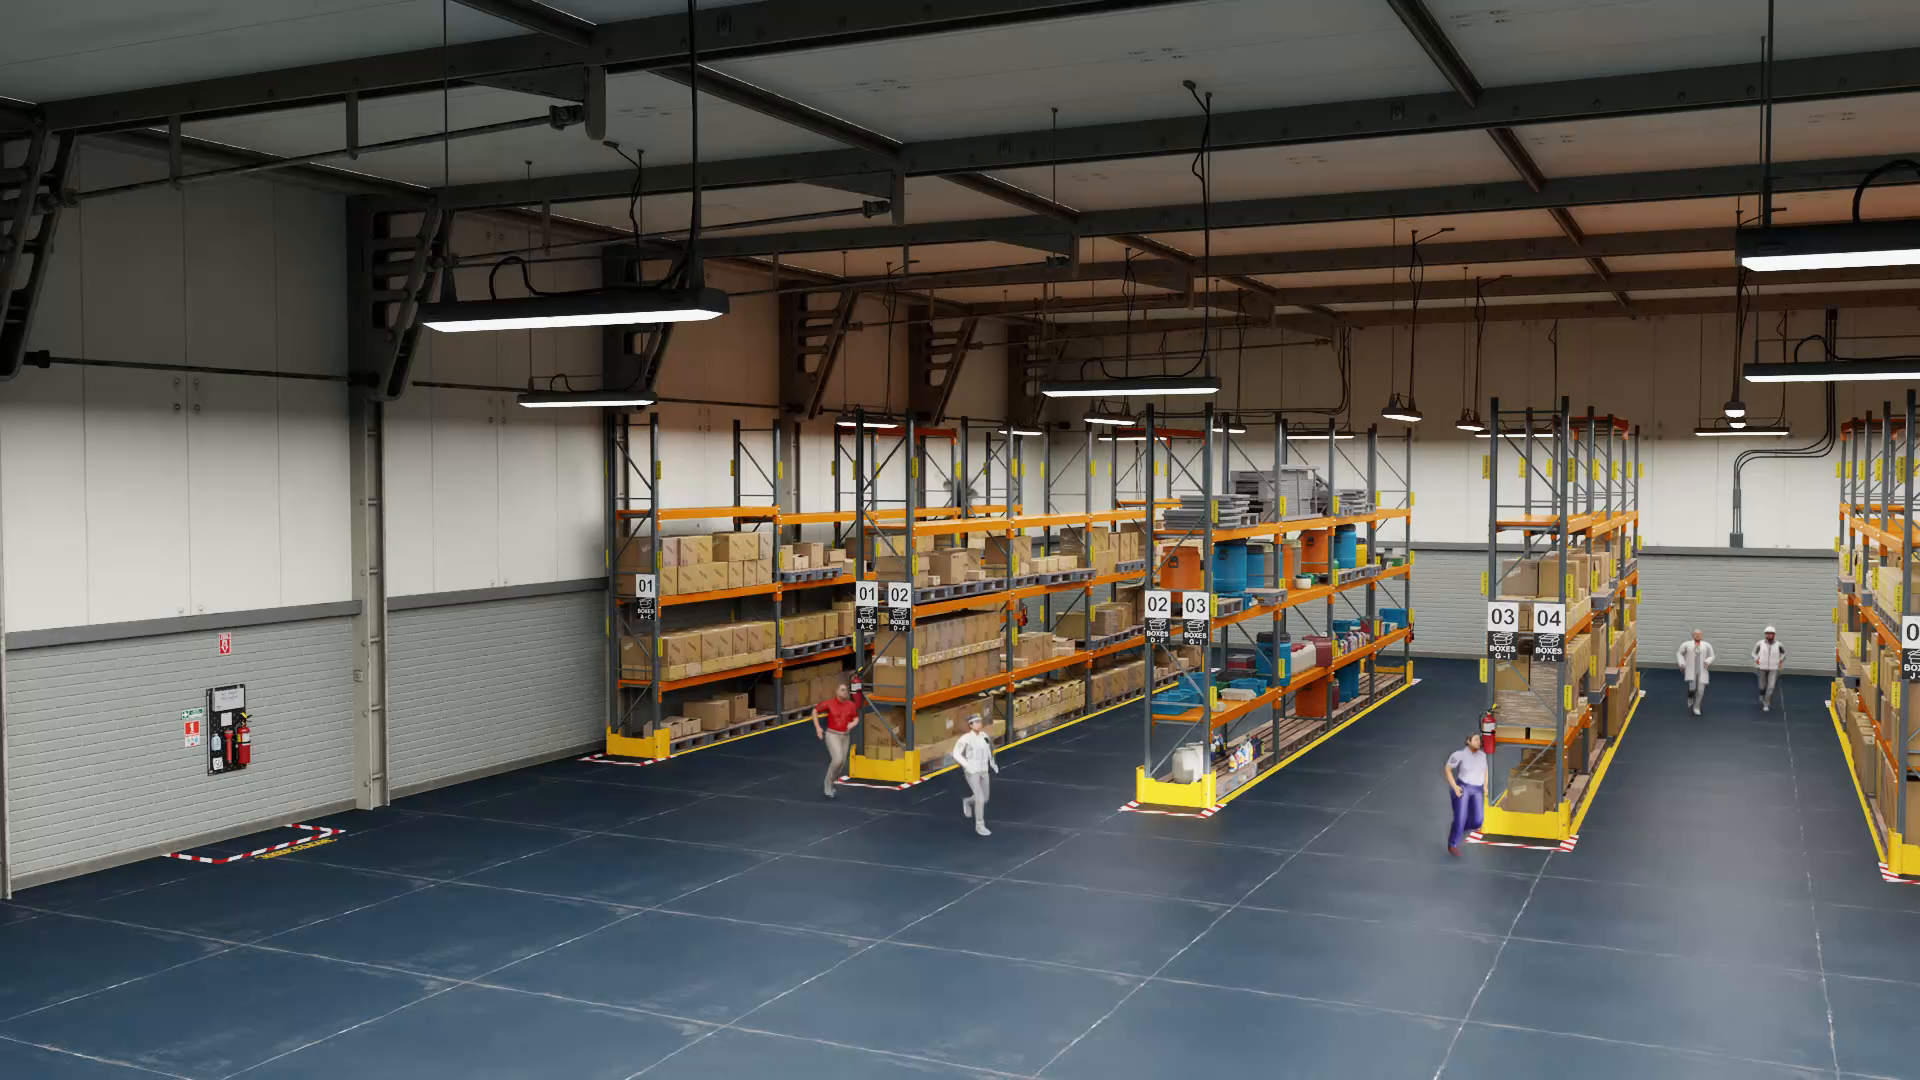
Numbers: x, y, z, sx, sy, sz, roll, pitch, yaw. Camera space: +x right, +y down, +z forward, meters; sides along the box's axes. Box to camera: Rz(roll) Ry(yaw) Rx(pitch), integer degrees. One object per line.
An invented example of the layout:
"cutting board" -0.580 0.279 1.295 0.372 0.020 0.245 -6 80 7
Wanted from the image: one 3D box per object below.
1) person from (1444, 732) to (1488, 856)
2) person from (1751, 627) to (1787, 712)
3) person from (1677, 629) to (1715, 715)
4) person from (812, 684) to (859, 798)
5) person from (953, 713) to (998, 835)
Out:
"person" 6.660 3.350 21.736 0.654 1.519 0.482 -1 2 -13
"person" 16.873 2.682 34.686 0.673 1.758 0.838 1 3 26
"person" 15.116 2.747 34.143 0.711 1.656 0.642 1 3 18
"person" -1.865 3.086 25.657 0.667 1.729 0.635 -2 3 -39
"person" 0.204 3.214 23.031 0.618 1.673 0.634 -2 3 -35
